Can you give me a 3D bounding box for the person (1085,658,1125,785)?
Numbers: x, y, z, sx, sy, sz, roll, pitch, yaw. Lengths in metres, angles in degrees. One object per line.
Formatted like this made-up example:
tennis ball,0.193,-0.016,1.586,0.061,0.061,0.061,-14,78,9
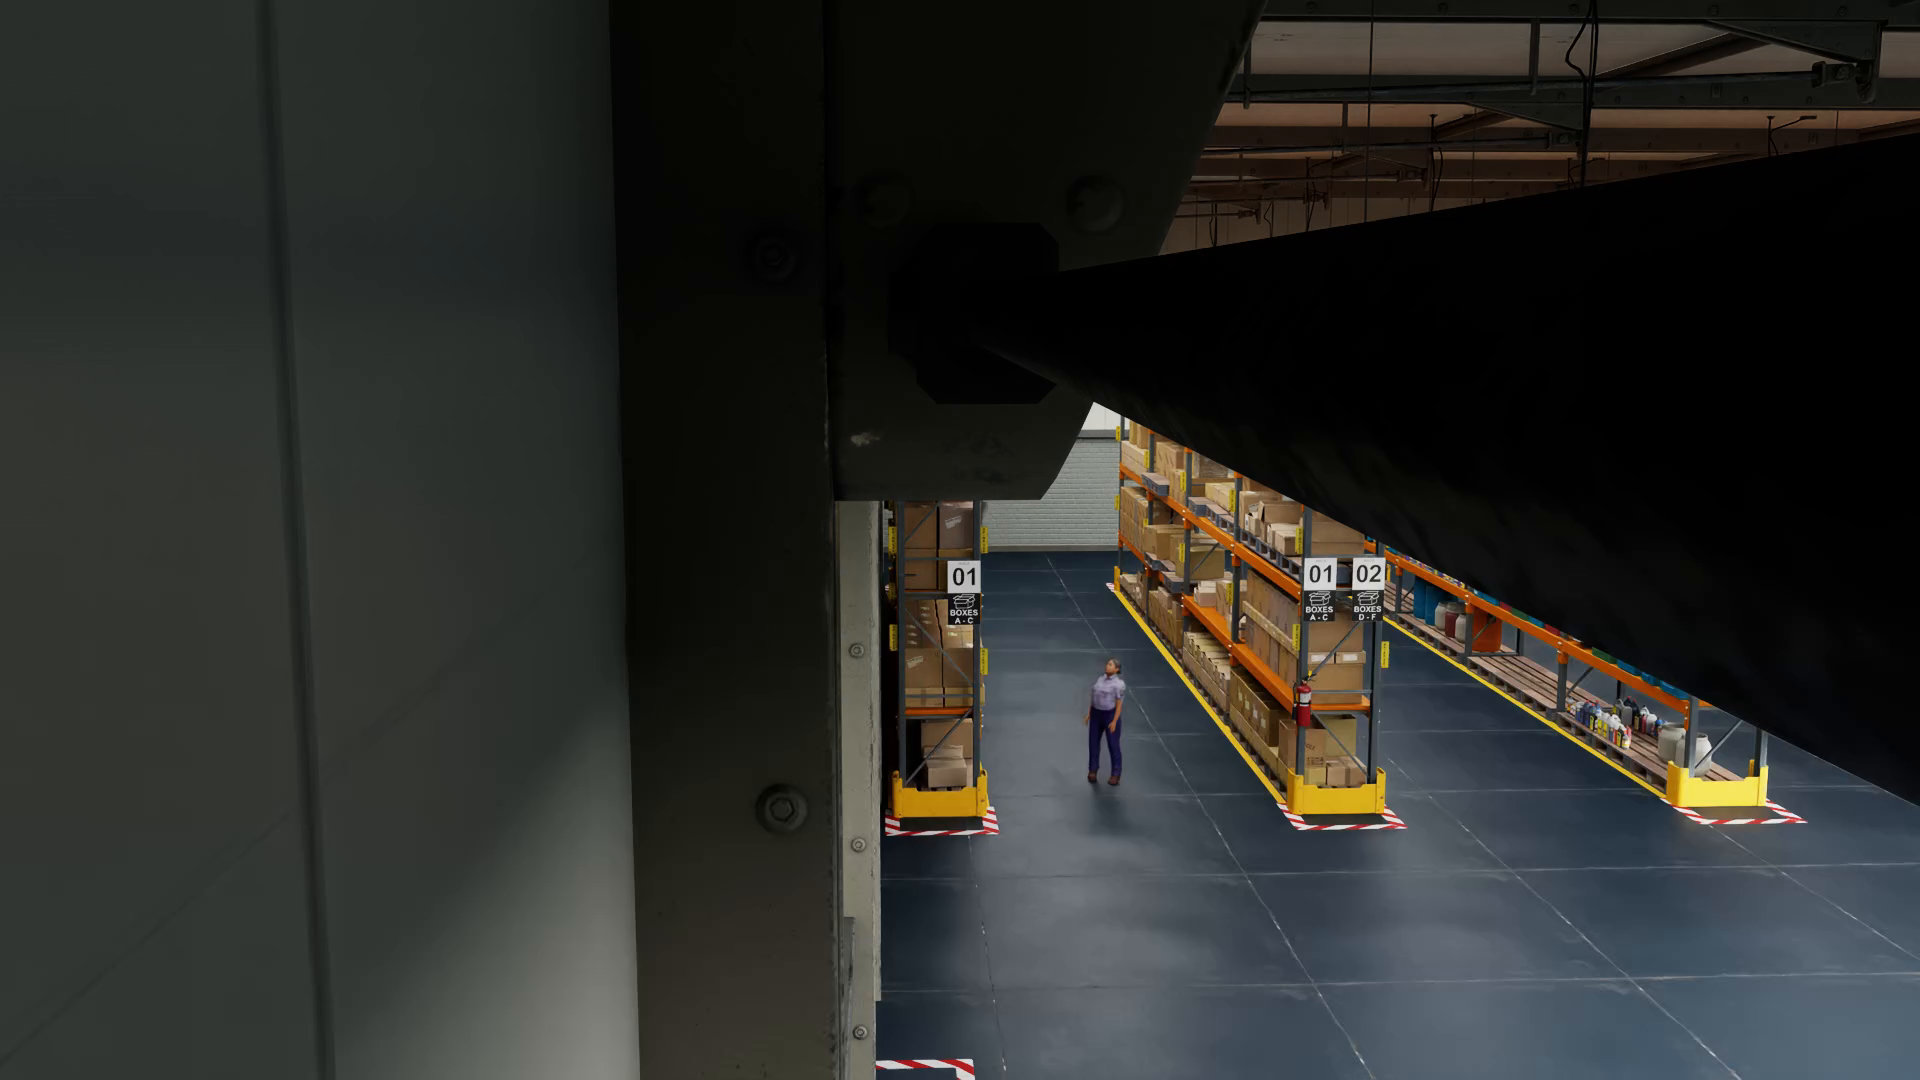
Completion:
person,1.926,2.378,21.986,0.529,1.623,0.397,6,10,34
